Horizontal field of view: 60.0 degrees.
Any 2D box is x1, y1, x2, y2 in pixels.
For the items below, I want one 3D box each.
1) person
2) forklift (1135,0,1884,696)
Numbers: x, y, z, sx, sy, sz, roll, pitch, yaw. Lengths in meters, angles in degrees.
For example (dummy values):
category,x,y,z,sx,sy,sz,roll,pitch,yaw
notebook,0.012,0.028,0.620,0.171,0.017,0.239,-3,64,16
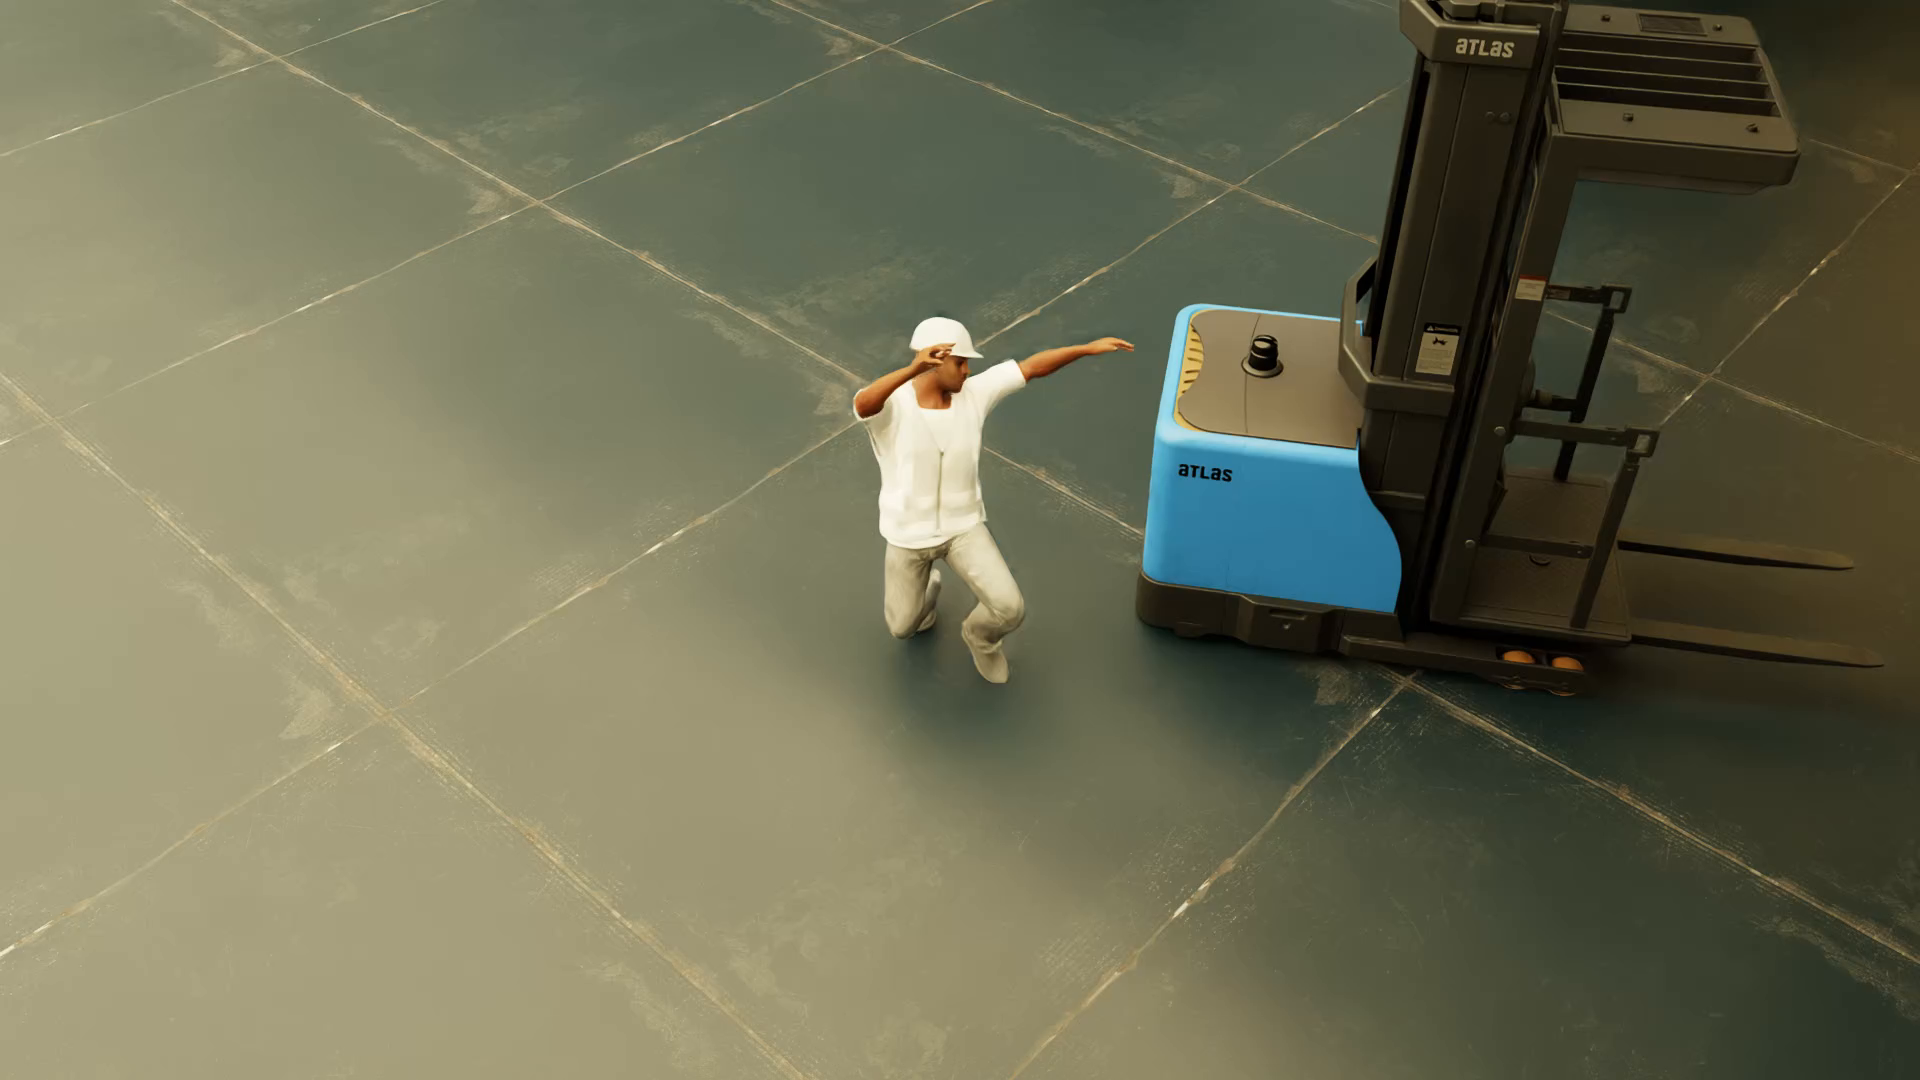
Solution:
category,x,y,z,sx,sy,sz,roll,pitch,yaw
person,0.173,-0.158,6.650,1.156,1.640,0.841,-7,41,-8
forklift,2.331,-0.842,6.409,3.031,2.935,1.130,7,41,9
